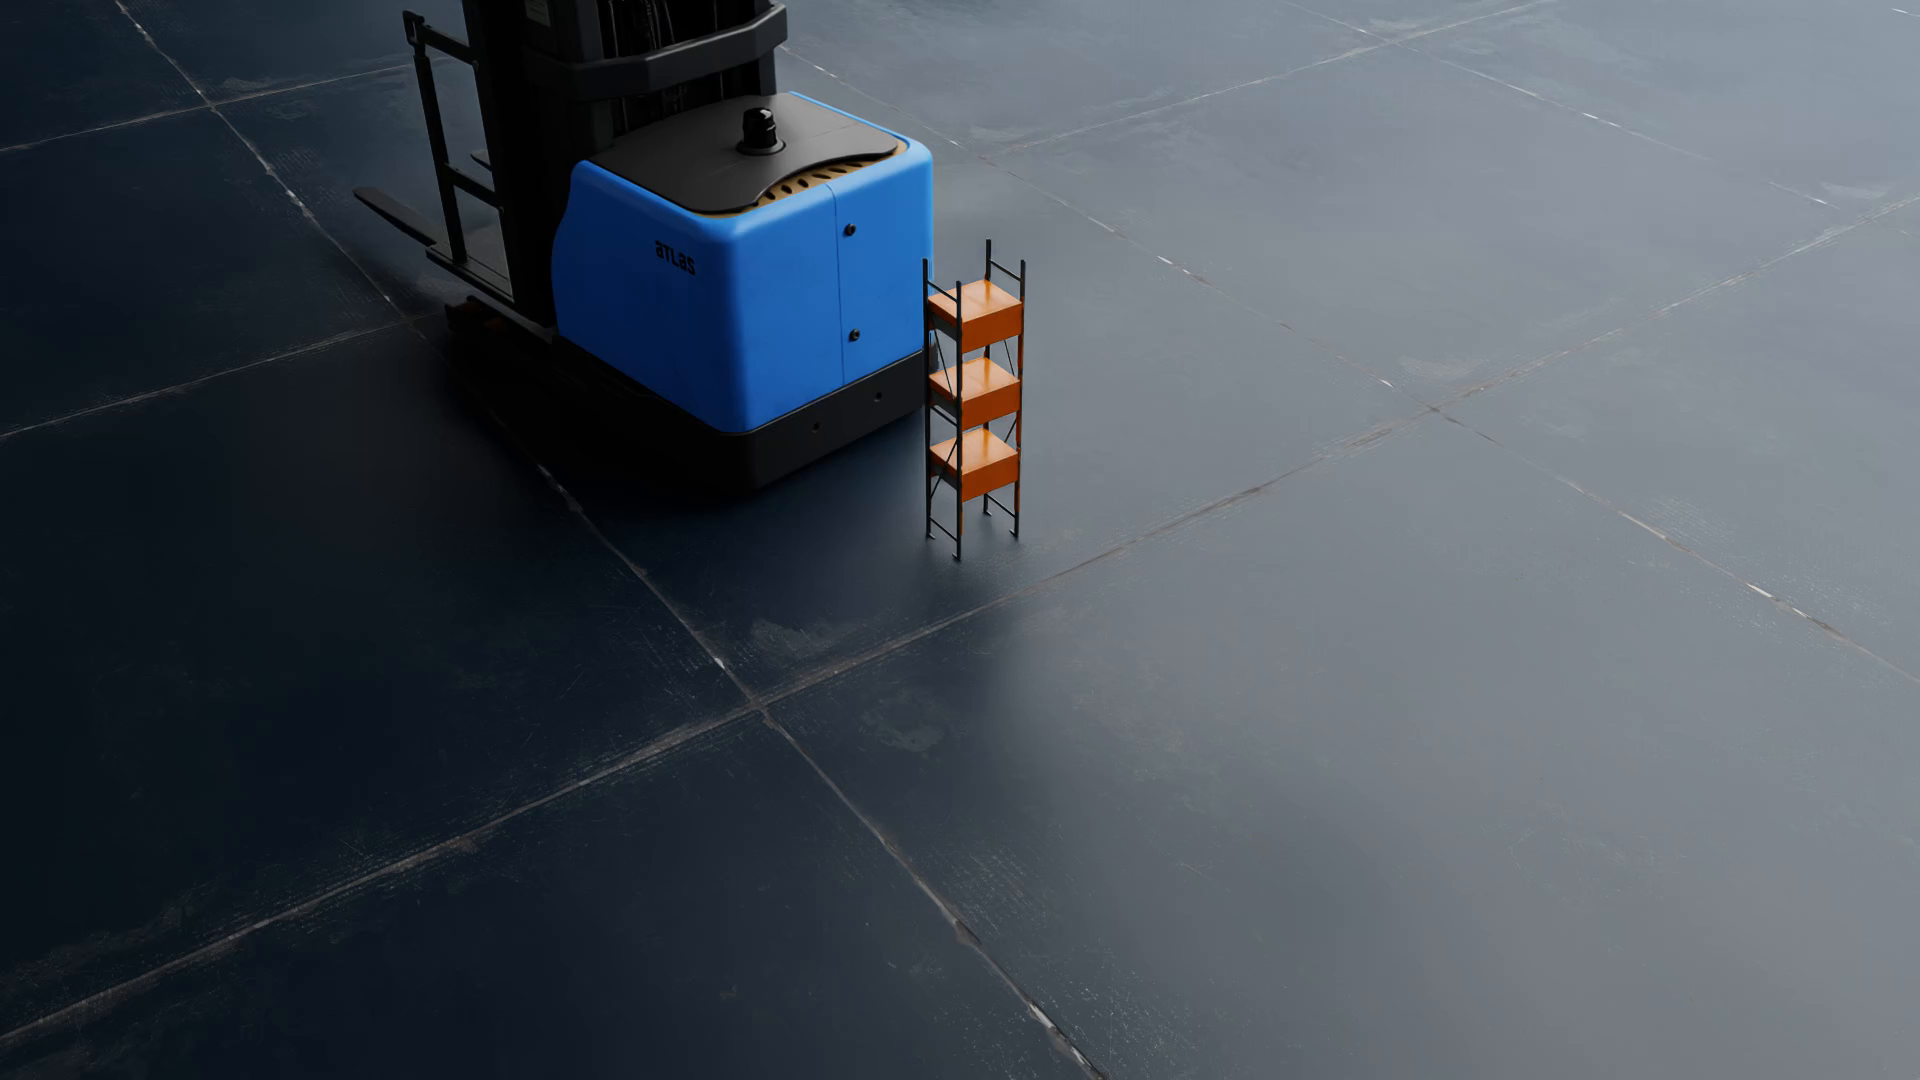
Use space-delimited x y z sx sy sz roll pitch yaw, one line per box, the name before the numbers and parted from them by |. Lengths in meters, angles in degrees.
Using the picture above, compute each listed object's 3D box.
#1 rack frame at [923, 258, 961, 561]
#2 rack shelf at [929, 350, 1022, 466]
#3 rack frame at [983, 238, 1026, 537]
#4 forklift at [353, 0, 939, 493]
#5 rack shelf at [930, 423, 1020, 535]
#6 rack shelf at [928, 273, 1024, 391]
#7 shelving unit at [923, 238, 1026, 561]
rack frame | -0.056 -0.403 5.411 0.008 1.050 0.200 -22 41 -28
rack shelf | 0.044 -0.436 5.475 0.240 0.259 0.215 -22 41 -28
rack frame | 0.143 -0.485 5.526 0.008 1.050 0.200 -22 41 -28
forklift | -1.473 -2.115 6.181 1.130 2.935 3.031 -30 45 -35
rack shelf | 0.044 -0.210 5.637 0.240 0.259 0.215 -22 41 -28
rack shelf | 0.044 -0.666 5.309 0.240 0.259 0.215 -22 41 -28
shelving unit | 0.044 -0.444 5.468 0.252 1.050 0.215 -22 41 -28
